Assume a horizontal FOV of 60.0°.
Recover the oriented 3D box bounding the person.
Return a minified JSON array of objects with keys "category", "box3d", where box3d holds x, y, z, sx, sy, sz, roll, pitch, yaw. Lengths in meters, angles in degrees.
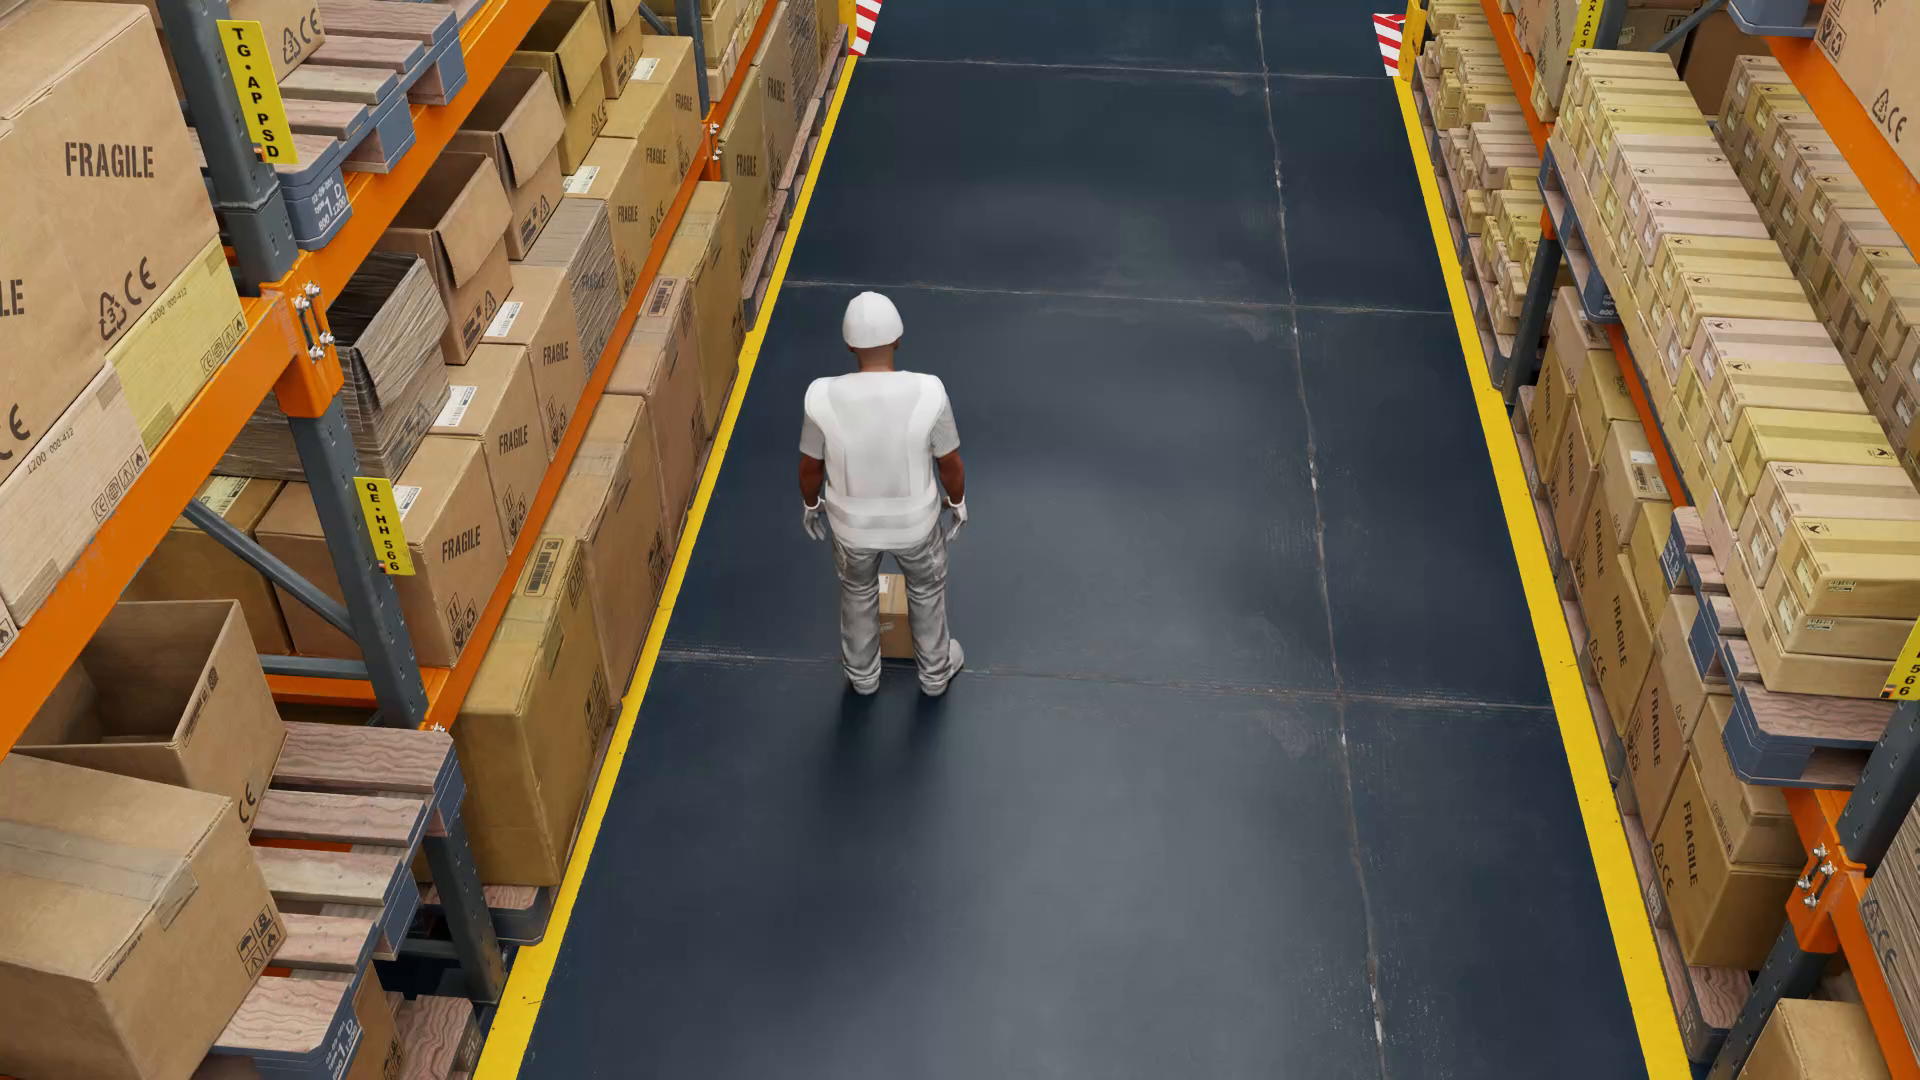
[{"category":"person","box3d":[-0.285,-0.120,6.293,0.625,1.773,0.452,1,40,1]}]
